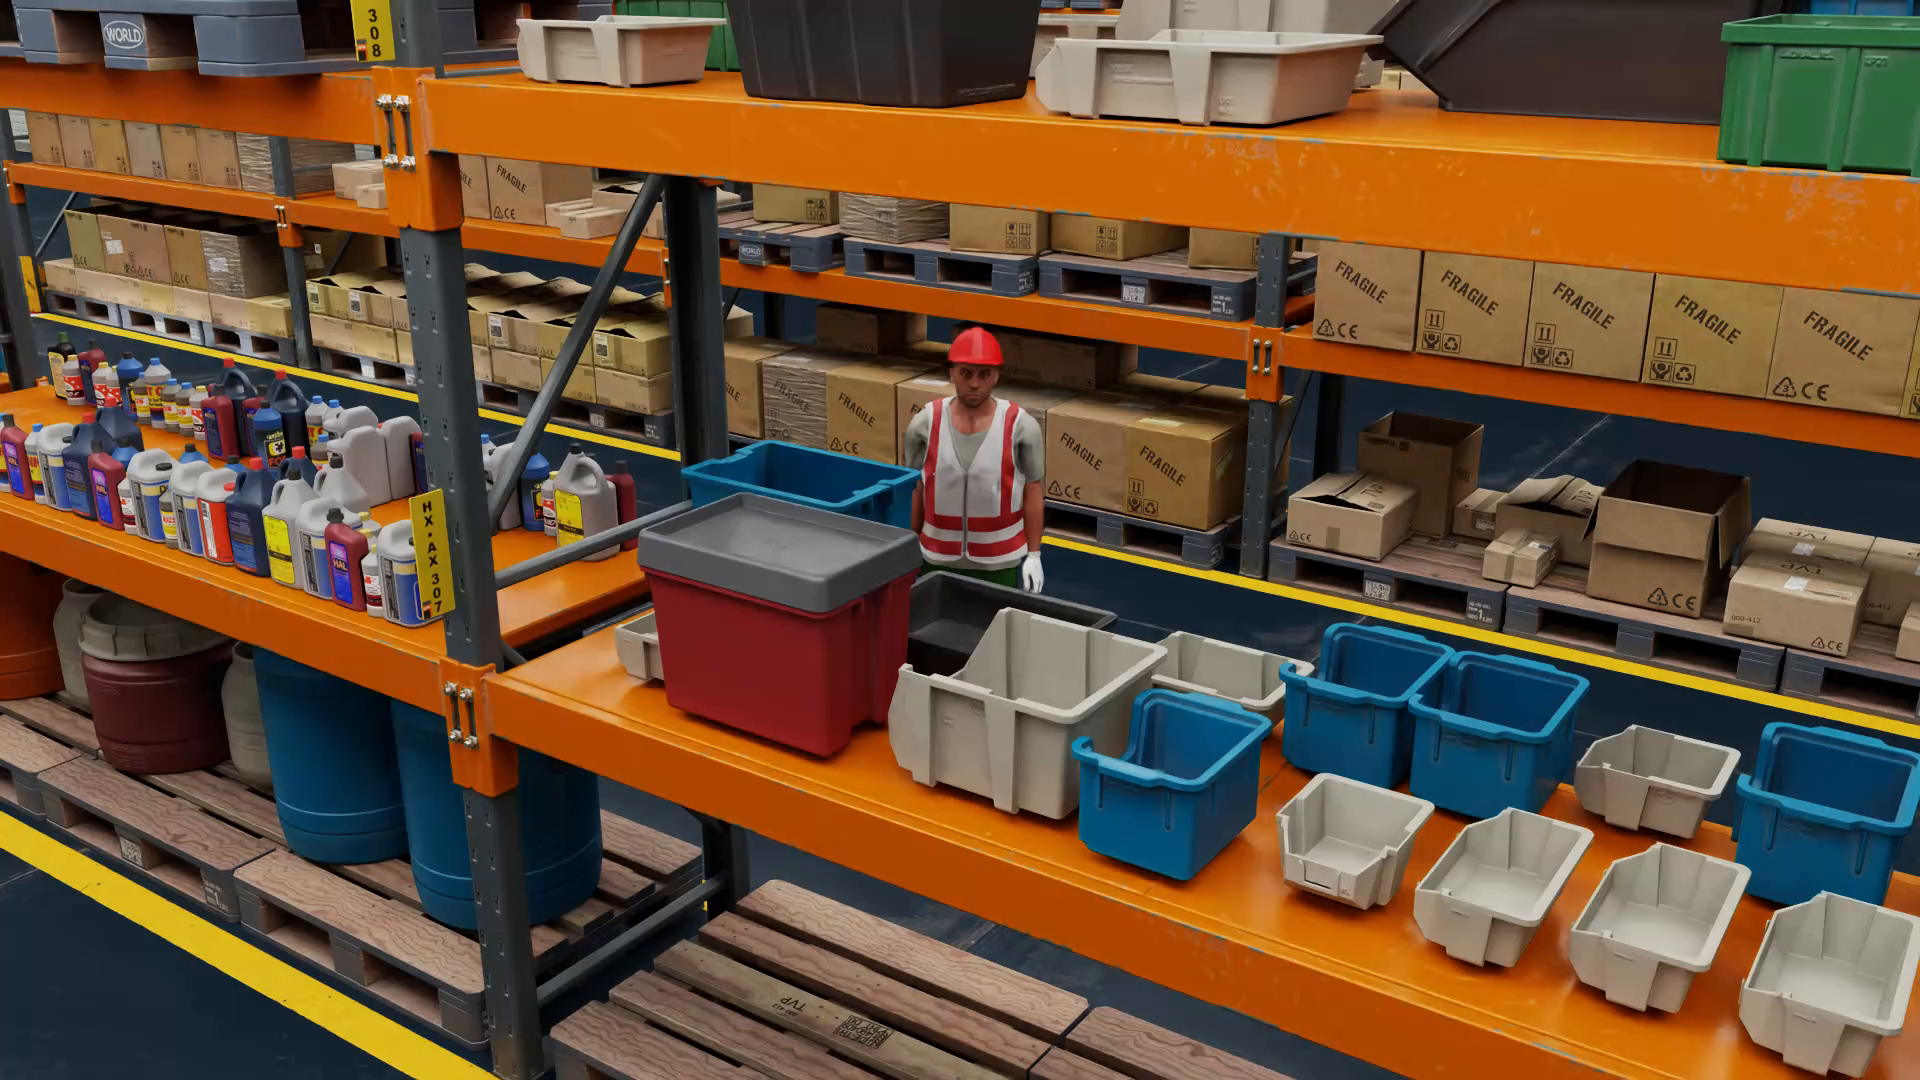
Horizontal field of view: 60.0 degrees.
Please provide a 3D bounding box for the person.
[{"bbox_3d":[0.043,0.073,6.303,0.560,1.796,0.621,4,20,10],"label":"person"}]
